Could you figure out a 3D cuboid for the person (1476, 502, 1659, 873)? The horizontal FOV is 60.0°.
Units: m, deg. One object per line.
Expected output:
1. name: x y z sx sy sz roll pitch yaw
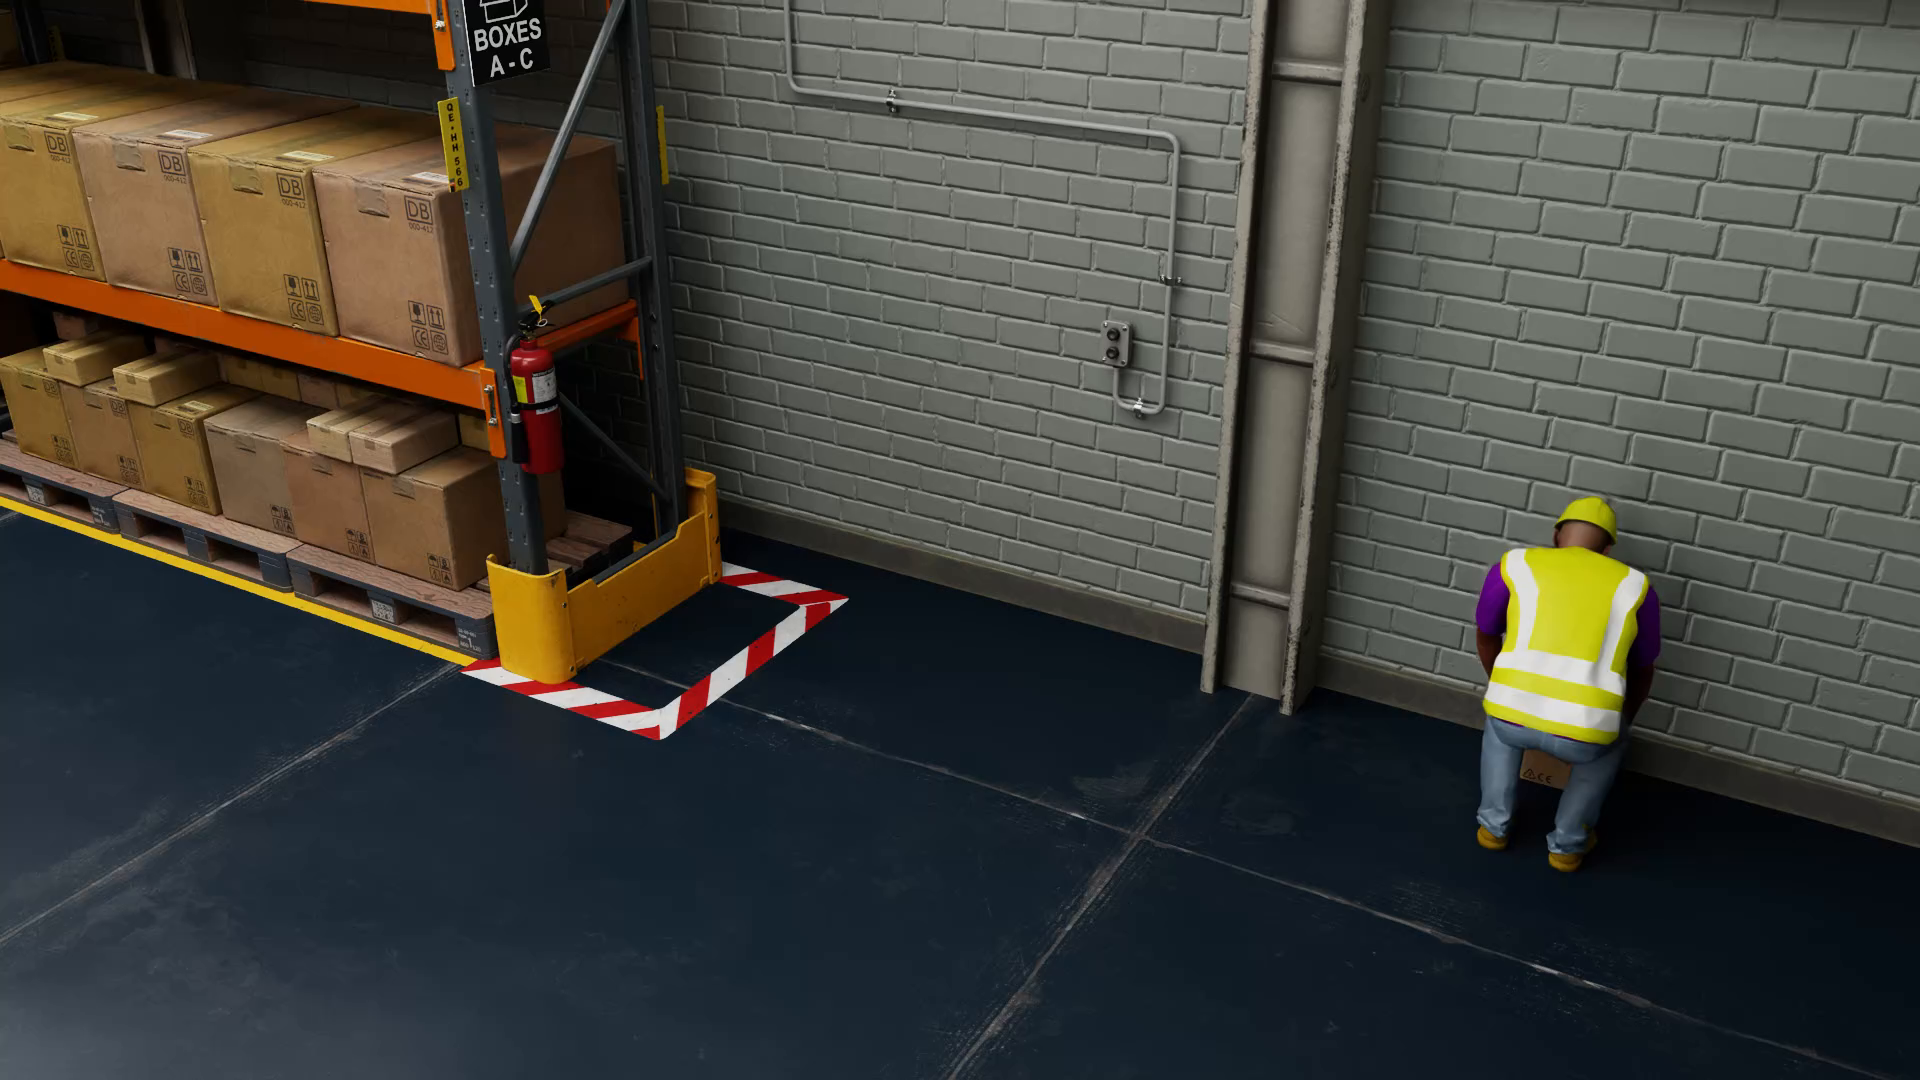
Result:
1. person: 2.048 0.510 5.769 0.611 1.140 0.863 14 30 26
